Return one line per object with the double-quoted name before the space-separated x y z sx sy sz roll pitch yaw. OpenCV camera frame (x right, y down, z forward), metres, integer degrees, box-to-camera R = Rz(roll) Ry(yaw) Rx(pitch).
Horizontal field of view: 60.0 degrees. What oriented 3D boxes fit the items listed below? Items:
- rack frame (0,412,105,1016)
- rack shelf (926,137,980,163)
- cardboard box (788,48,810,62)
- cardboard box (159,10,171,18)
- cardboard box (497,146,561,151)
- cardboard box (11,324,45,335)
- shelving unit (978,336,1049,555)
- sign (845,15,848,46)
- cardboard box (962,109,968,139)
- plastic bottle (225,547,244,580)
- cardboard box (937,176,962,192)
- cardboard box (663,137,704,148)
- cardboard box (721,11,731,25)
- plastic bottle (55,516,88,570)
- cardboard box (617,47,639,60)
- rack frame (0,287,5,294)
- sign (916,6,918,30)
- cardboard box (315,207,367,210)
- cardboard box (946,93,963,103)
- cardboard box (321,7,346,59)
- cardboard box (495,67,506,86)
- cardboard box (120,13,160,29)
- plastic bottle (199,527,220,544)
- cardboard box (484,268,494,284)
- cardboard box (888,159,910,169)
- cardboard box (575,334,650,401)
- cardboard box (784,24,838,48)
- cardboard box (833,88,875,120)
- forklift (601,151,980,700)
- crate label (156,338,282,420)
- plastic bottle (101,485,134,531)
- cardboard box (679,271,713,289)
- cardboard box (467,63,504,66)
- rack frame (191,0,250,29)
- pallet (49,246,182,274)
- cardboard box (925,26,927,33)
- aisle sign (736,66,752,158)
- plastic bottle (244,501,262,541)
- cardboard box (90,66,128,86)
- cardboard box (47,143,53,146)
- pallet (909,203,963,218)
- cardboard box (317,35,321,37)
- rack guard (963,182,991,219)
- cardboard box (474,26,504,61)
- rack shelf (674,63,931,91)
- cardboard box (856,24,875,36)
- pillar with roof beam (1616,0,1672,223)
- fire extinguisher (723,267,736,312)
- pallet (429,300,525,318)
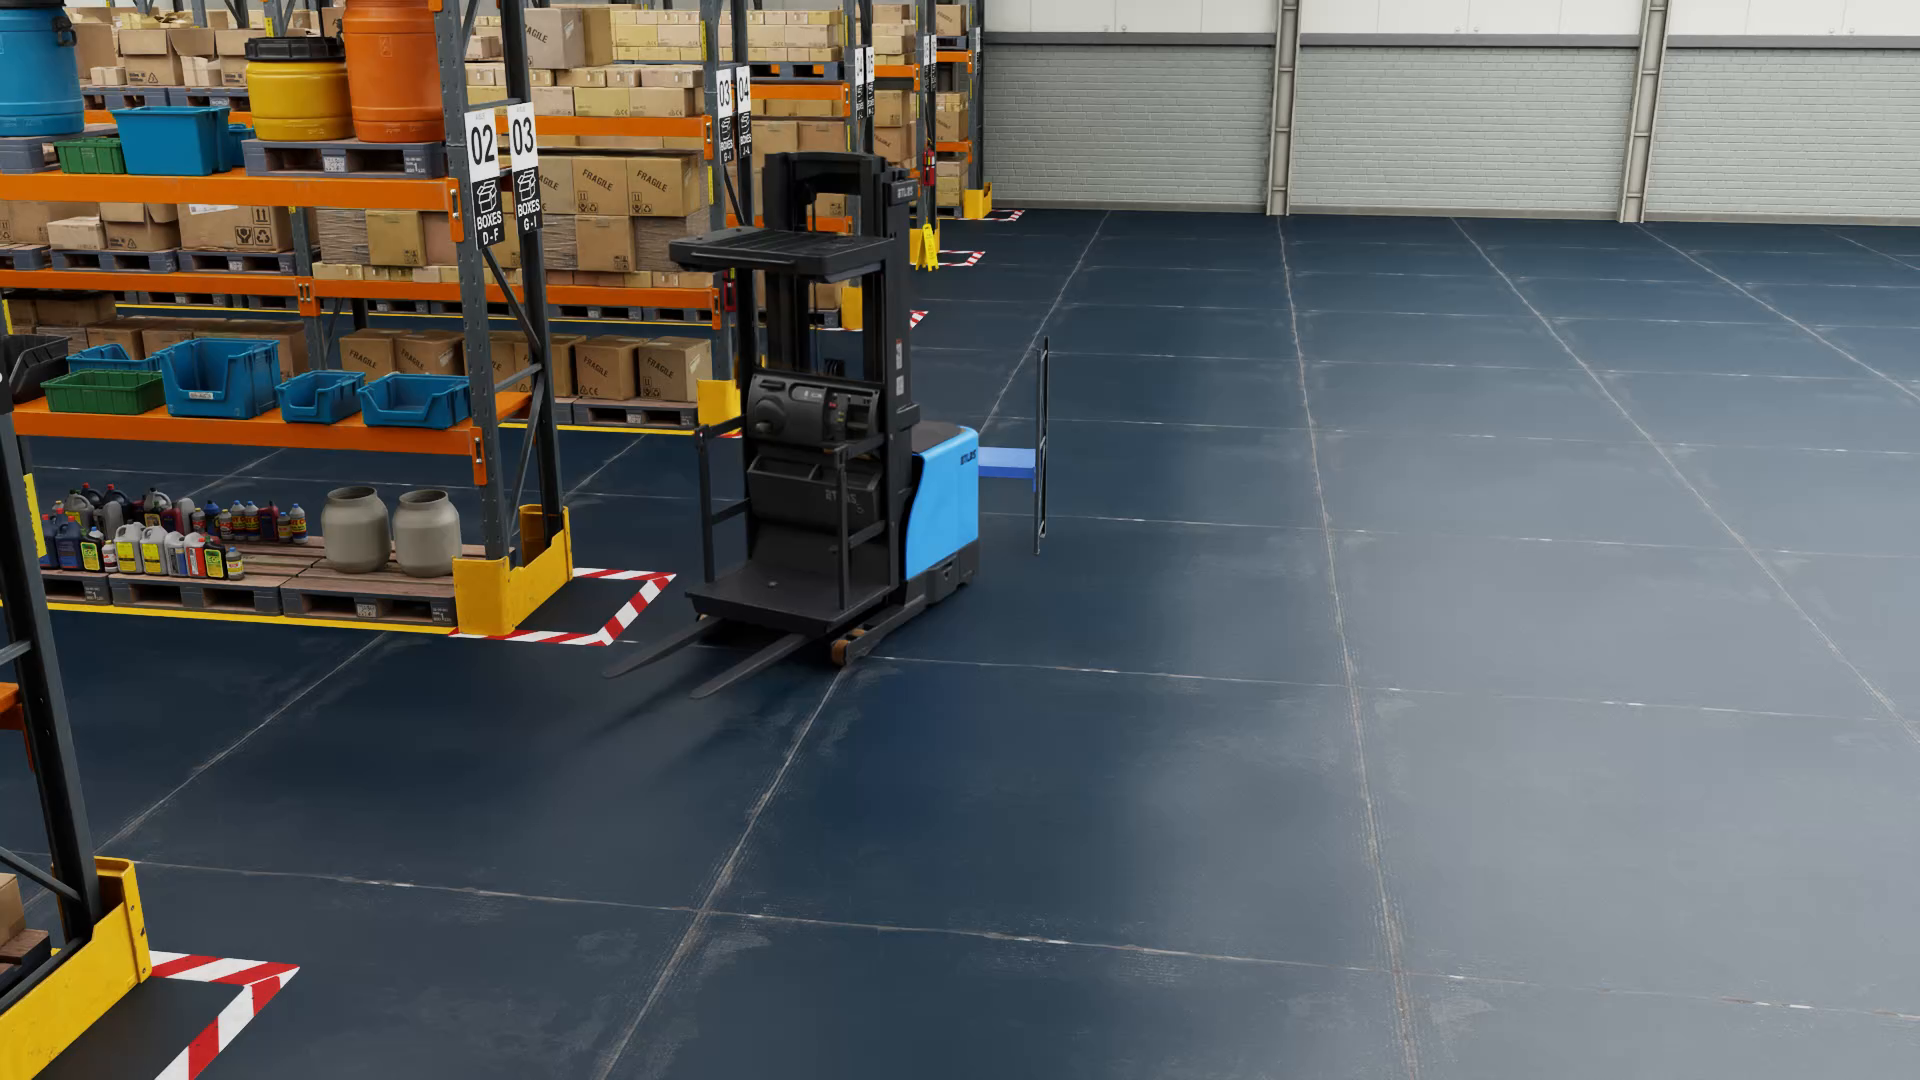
"rack frame" -3.640 0.537 5.971 0.127 3.000 1.000 3 19 9
"rack shelf" -1.685 -6.986 29.588 4.000 0.370 1.077 3 19 9
"cardboard box" -1.810 -5.589 19.127 0.250 0.149 0.380 3 19 9
"cardboard box" -14.610 -9.628 30.605 0.500 0.250 0.500 3 19 8
"cardboard box" -4.046 -3.417 15.587 0.500 0.500 0.500 3 19 9
"cardboard box" -9.300 -1.965 16.694 0.500 0.500 0.700 2 19 6
"shelving unit" 0.084 -0.707 12.052 1.048 1.500 0.538 3 19 9
"sign" -1.279 -5.751 18.765 0.005 0.325 0.100 3 19 9
"cardboard box" -0.155 -7.386 29.491 0.500 0.500 0.500 4 19 10
"plastic bottle" -4.734 0.149 10.848 0.097 0.201 0.097 0 18 0
"cardboard box" -0.240 -6.285 29.244 0.500 0.250 0.500 3 19 8
"cardboard box" -3.172 -4.785 19.937 0.500 0.550 0.875 3 19 9
"cardboard box" -2.567 -6.005 19.116 0.250 0.149 0.380 3 19 9
"plastic bottle" -5.883 0.012 11.022 0.185 0.351 0.144 2 19 6
"cardboard box" -3.818 -5.691 19.433 0.250 0.149 0.380 3 19 8
"rack frame" -9.964 -2.969 16.449 0.127 3.000 1.000 3 19 9
"sign" -0.601 -7.340 23.391 0.005 0.325 0.100 3 19 9
"cardboard box" -5.611 -3.328 15.320 0.500 0.500 0.500 3 19 9
"cardboard box" -0.097 -7.674 28.863 0.250 0.149 0.380 3 19 9
"cardboard box" -5.530 -4.673 15.400 0.500 0.500 0.500 2 19 7
"cardboard box" -3.936 -4.119 14.767 0.250 0.149 0.380 2 19 6
"cardboard box" -10.027 -6.311 20.345 0.258 0.266 0.396 3 19 9
"plastic bottle" -4.962 0.055 10.998 0.133 0.283 0.061 3 19 9
"cardboard box" -4.367 -2.472 15.360 0.250 0.149 0.380 3 19 9
"cardboard box" -0.897 -5.504 24.420 0.250 0.149 0.380 4 19 10
"cardboard box" -3.275 -1.636 15.743 0.500 0.500 0.500 8 20 23
"cardboard box" -1.707 -5.791 19.105 0.500 0.250 0.500 3 19 9
"cardboard box" -1.531 -6.319 24.258 0.500 0.500 0.700 3 19 9
"forklift" -1.003 -0.788 10.038 1.130 2.935 3.031 10 21 27
"crate label" -4.711 -1.039 10.626 0.616 0.435 0.502 3 19 9
"plastic bottle" -5.929 -0.217 11.704 0.185 0.351 0.144 2 19 6
"cardboard box" -2.380 -2.397 15.135 0.250 0.149 0.380 3 19 9
"cardboard box" -4.346 -4.318 15.360 0.250 0.149 0.380 4 19 11
"rack frame" -9.078 -7.363 20.126 0.127 3.000 1.000 3 19 9
"pallet" -8.003 -2.791 16.220 1.213 0.211 1.003 3 19 9
"cardboard box" -0.576 -8.723 28.494 0.250 0.149 0.380 2 19 7
"aisle sign" -1.957 -3.890 15.105 0.004 0.787 0.394 3 19 9
"plastic bottle" -4.930 -0.136 11.587 0.097 0.271 0.097 0 18 0
"cardboard box" -7.882 -4.342 15.530 0.250 0.166 0.380 2 19 7
"cardboard box" -11.578 -5.069 21.521 0.250 0.149 0.380 2 19 7
"pallet" -0.472 -5.929 29.691 1.213 0.211 1.003 3 19 9
"cardboard box" -7.396 -5.988 20.066 0.500 0.311 0.500 3 19 8
"rack guard" 0.314 -6.040 29.566 0.348 0.500 1.175 3 19 9
"cardboard box" -6.882 -7.477 25.033 0.637 0.503 0.797 3 19 9
"rack shelf" -2.468 -6.853 24.464 4.000 0.370 1.077 3 19 9
"cardboard box" -1.378 -7.309 23.832 0.250 0.149 0.380 3 19 8
"pillar with roof beam" 10.911 -8.436 23.334 0.400 9.000 9.100 3 19 9
"fire extinguisher" -2.026 -2.379 14.809 0.183 0.674 0.296 3 19 9
"pallet" -5.902 -3.009 20.964 1.213 0.211 1.003 3 19 9
